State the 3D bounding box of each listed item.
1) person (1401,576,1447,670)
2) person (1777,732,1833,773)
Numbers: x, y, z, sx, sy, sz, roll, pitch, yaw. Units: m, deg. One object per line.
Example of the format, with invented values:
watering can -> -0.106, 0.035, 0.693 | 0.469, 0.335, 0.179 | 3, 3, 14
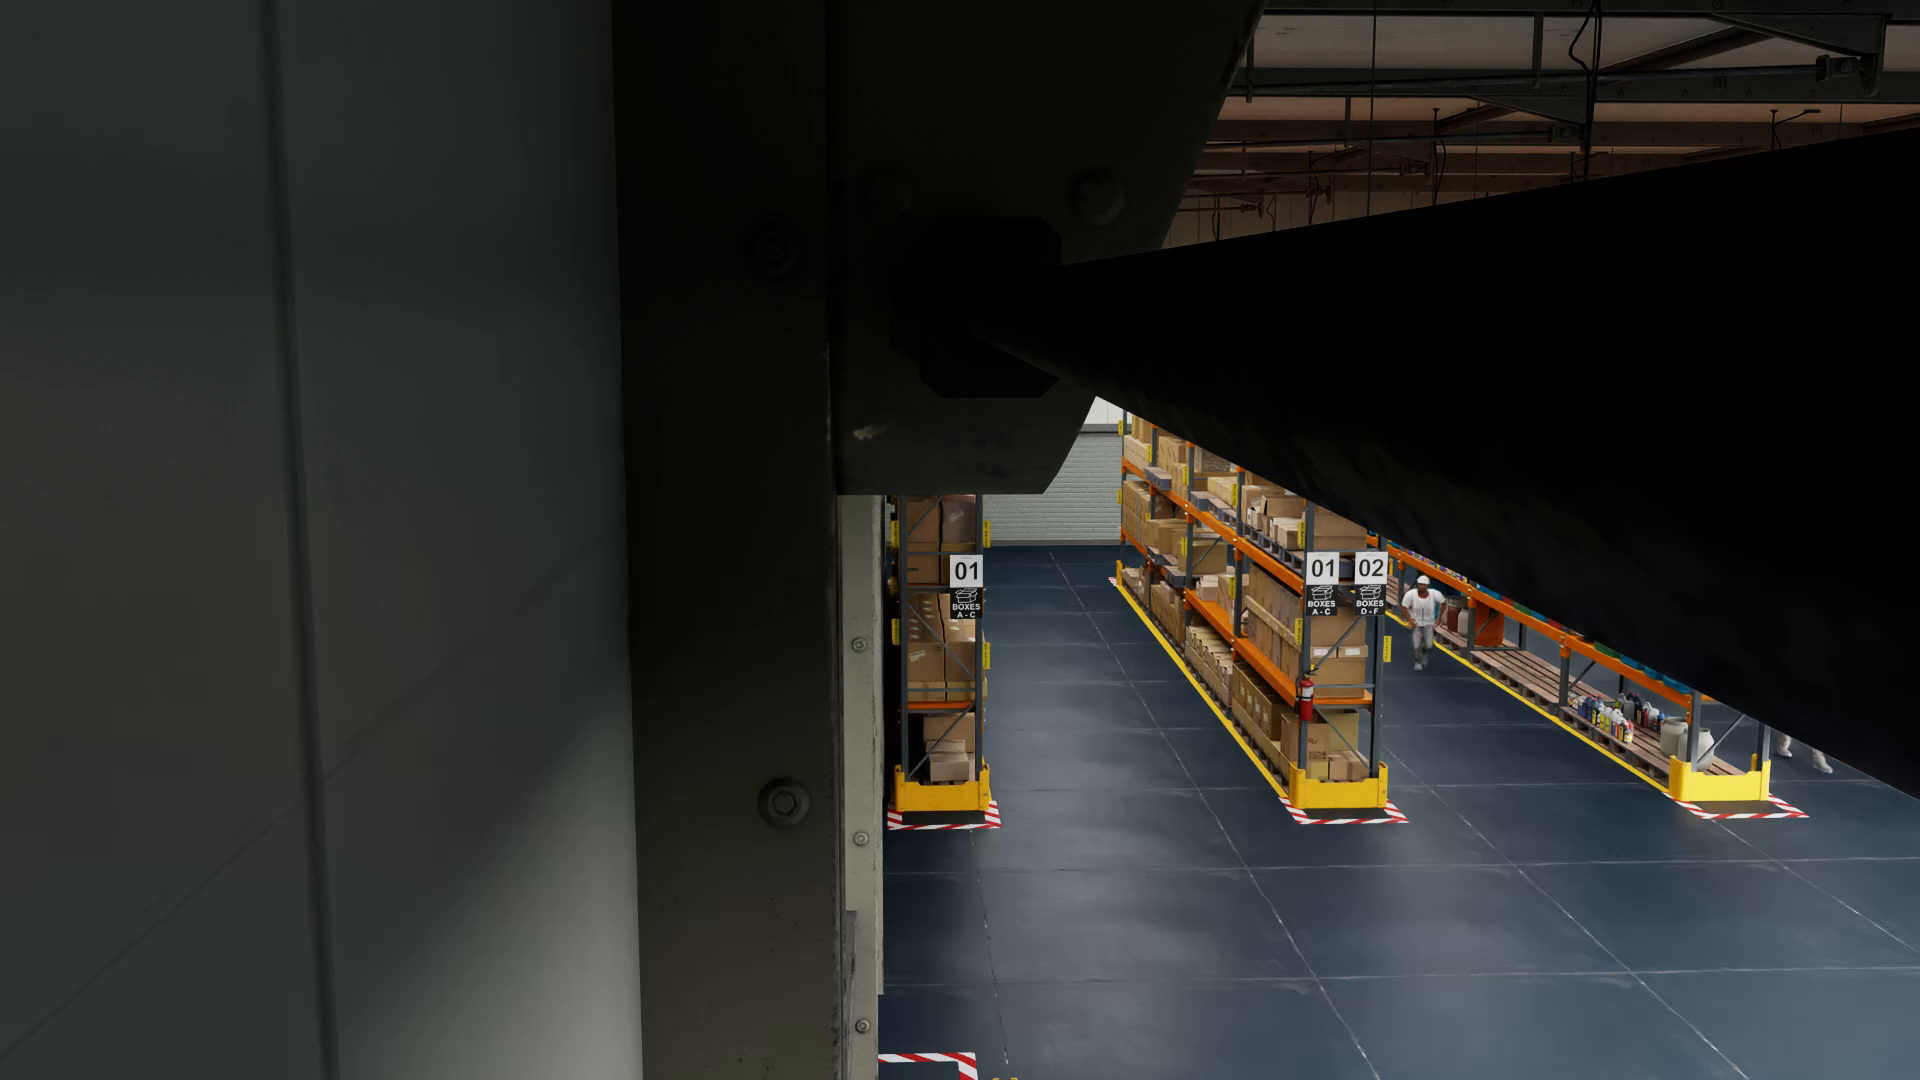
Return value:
person -> 7.792, 1.393, 27.974 | 0.750, 1.668, 0.690 | 1, 9, 9
person -> 11.404, 2.201, 22.343 | 0.668, 1.657, 1.085 | 1, 8, 6
